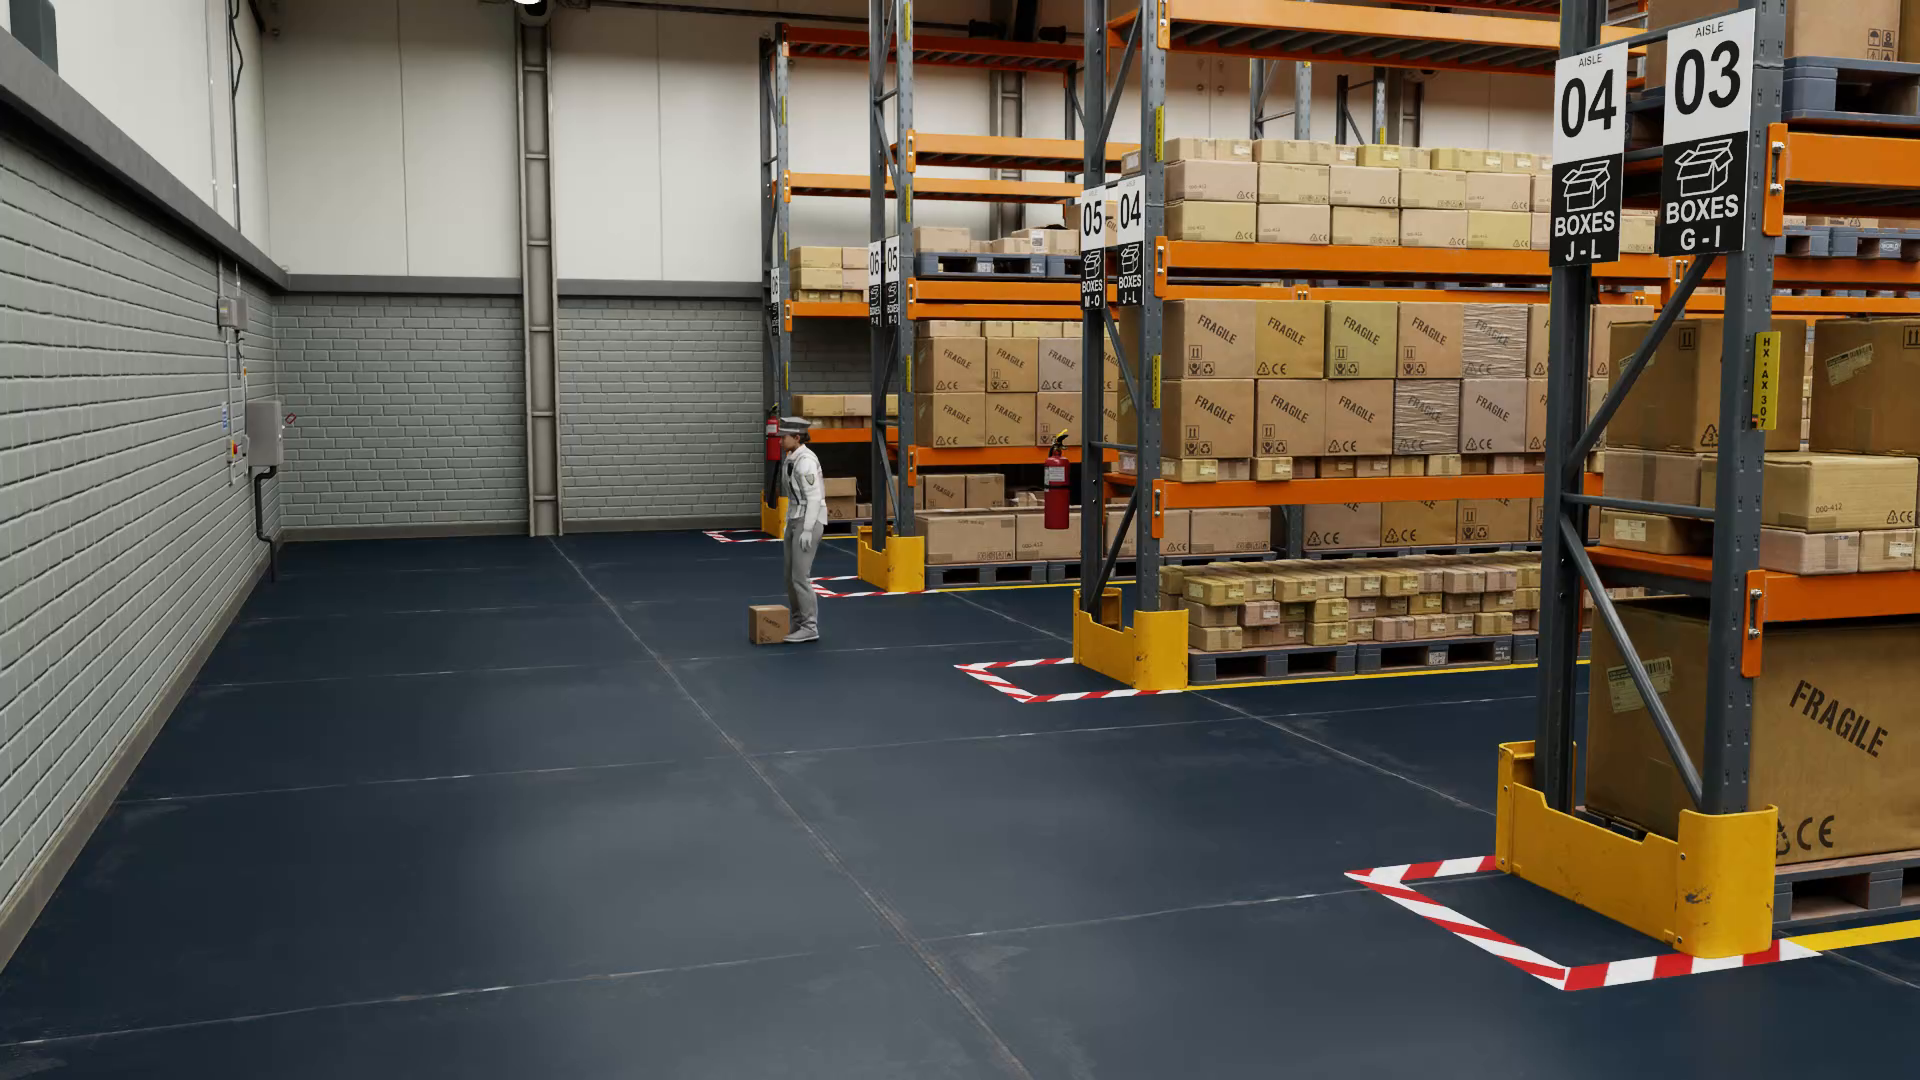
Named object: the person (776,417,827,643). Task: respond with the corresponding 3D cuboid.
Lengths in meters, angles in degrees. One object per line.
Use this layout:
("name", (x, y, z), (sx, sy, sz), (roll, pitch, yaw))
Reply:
("person", (-1.188, -0.084, 12.372), (0.374, 1.661, 0.538), (-2, 6, -22))
